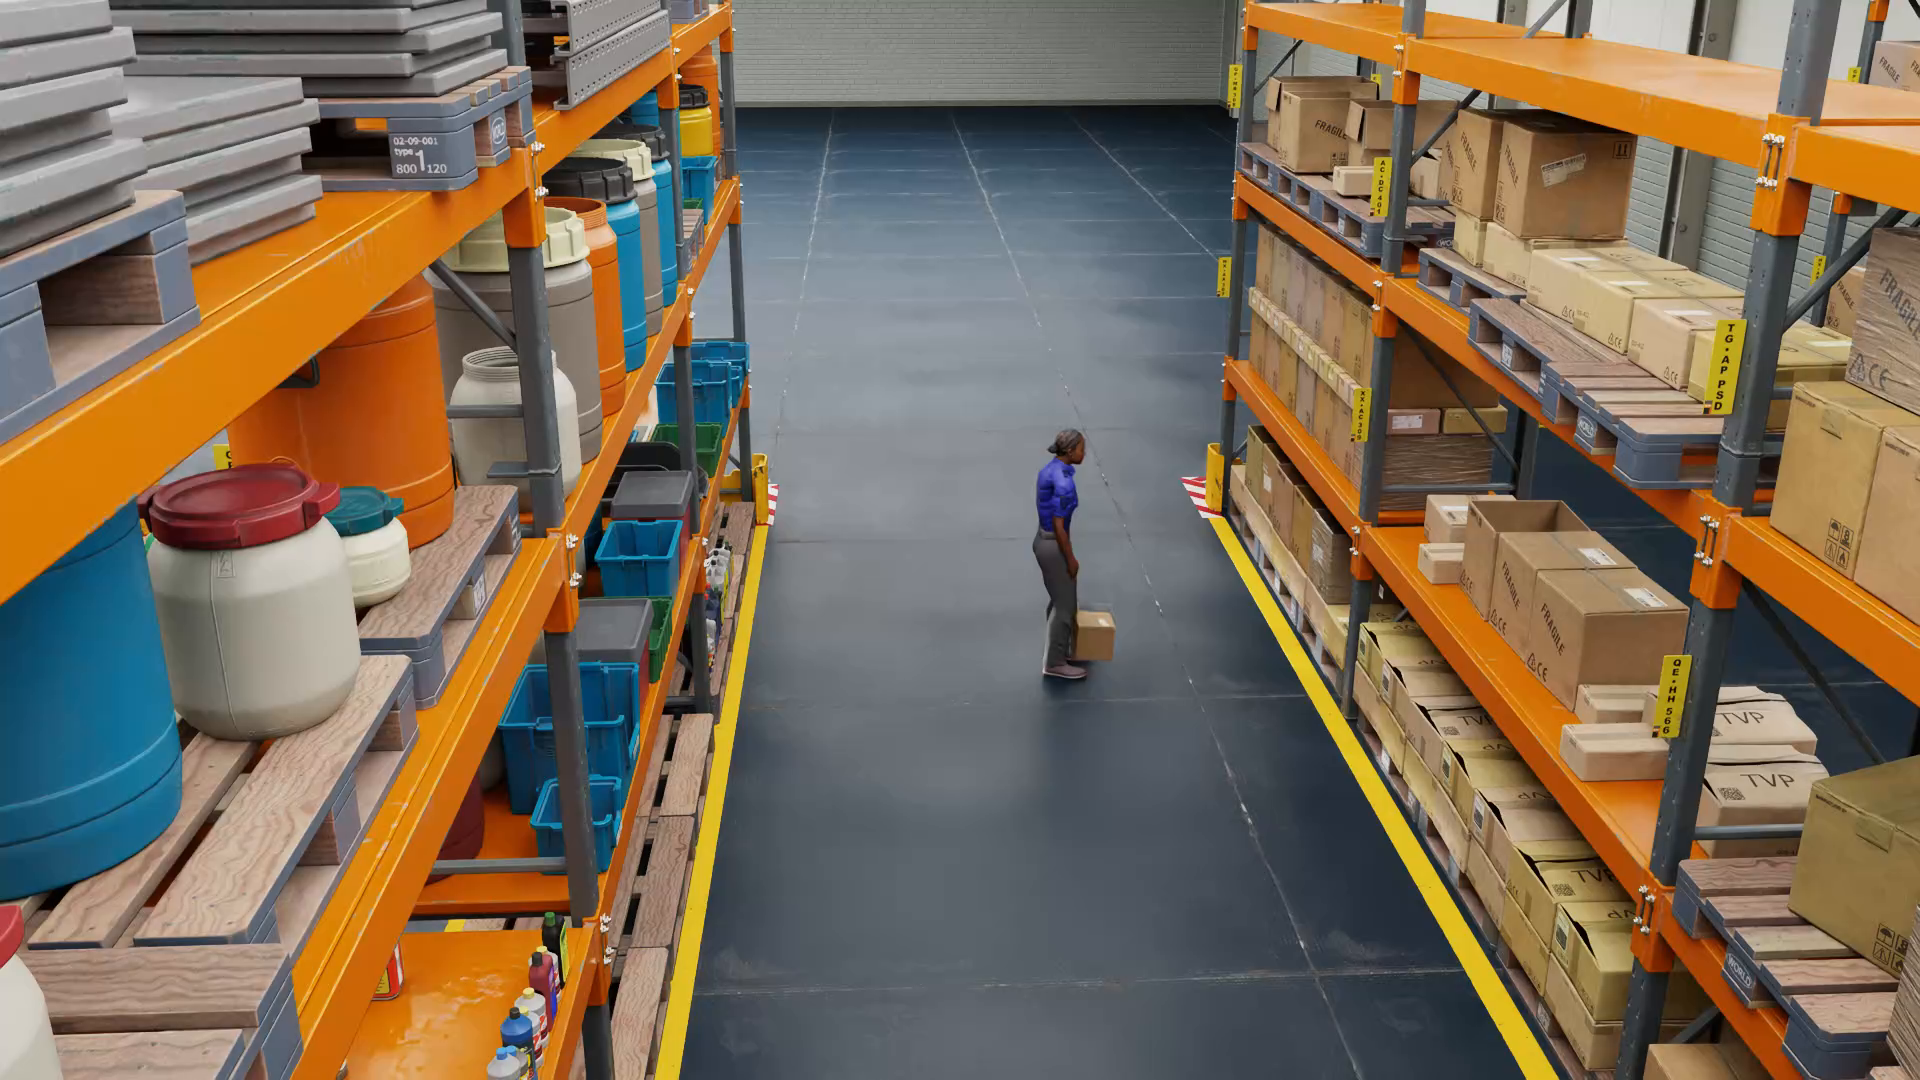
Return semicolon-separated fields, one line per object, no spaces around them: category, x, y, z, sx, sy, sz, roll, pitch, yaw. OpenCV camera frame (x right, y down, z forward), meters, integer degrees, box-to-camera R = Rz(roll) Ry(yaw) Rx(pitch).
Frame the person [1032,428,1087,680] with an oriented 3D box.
person;0.682;0.067;10.903;0.399;1.656;0.502;-2;21;-5
